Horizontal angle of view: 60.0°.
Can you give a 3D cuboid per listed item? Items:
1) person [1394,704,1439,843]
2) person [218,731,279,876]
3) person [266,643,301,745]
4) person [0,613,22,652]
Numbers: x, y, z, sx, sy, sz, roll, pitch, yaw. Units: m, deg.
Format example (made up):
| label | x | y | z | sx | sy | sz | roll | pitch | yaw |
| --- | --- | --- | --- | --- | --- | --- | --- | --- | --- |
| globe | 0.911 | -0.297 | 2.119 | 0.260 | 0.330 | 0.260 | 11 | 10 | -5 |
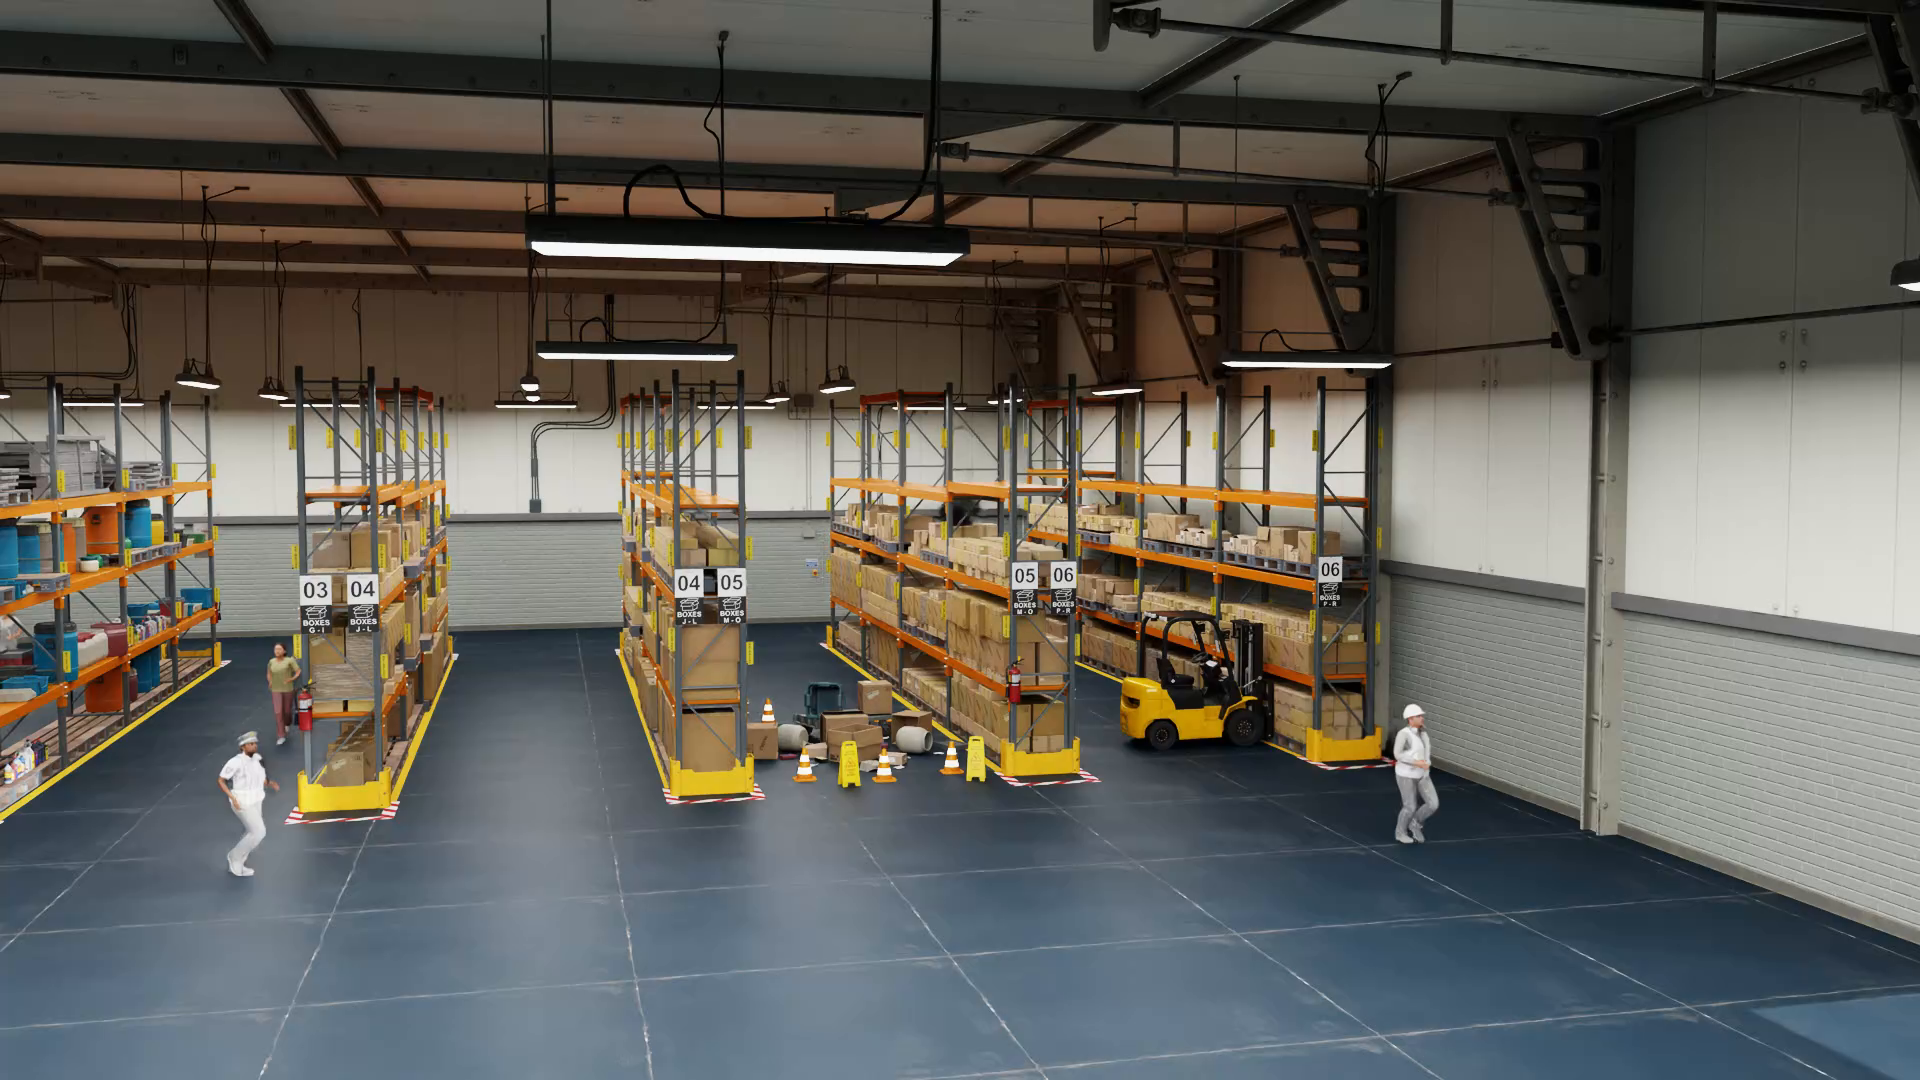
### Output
| label | x | y | z | sx | sy | sz | roll | pitch | yaw |
| --- | --- | --- | --- | --- | --- | --- | --- | --- | --- |
| person | 5.625 | 2.900 | 20.510 | 0.662 | 1.745 | 0.638 | -2 | 4 | -32 |
| person | -8.137 | 3.021 | 19.128 | 0.584 | 1.667 | 0.559 | 1 | 4 | 14 |
| person | -11.260 | 2.531 | 27.674 | 0.572 | 1.666 | 0.801 | -1 | 3 | -10 |
| person | -19.355 | 2.157 | 33.776 | 0.570 | 1.672 | 0.805 | -1 | 4 | -21 |
